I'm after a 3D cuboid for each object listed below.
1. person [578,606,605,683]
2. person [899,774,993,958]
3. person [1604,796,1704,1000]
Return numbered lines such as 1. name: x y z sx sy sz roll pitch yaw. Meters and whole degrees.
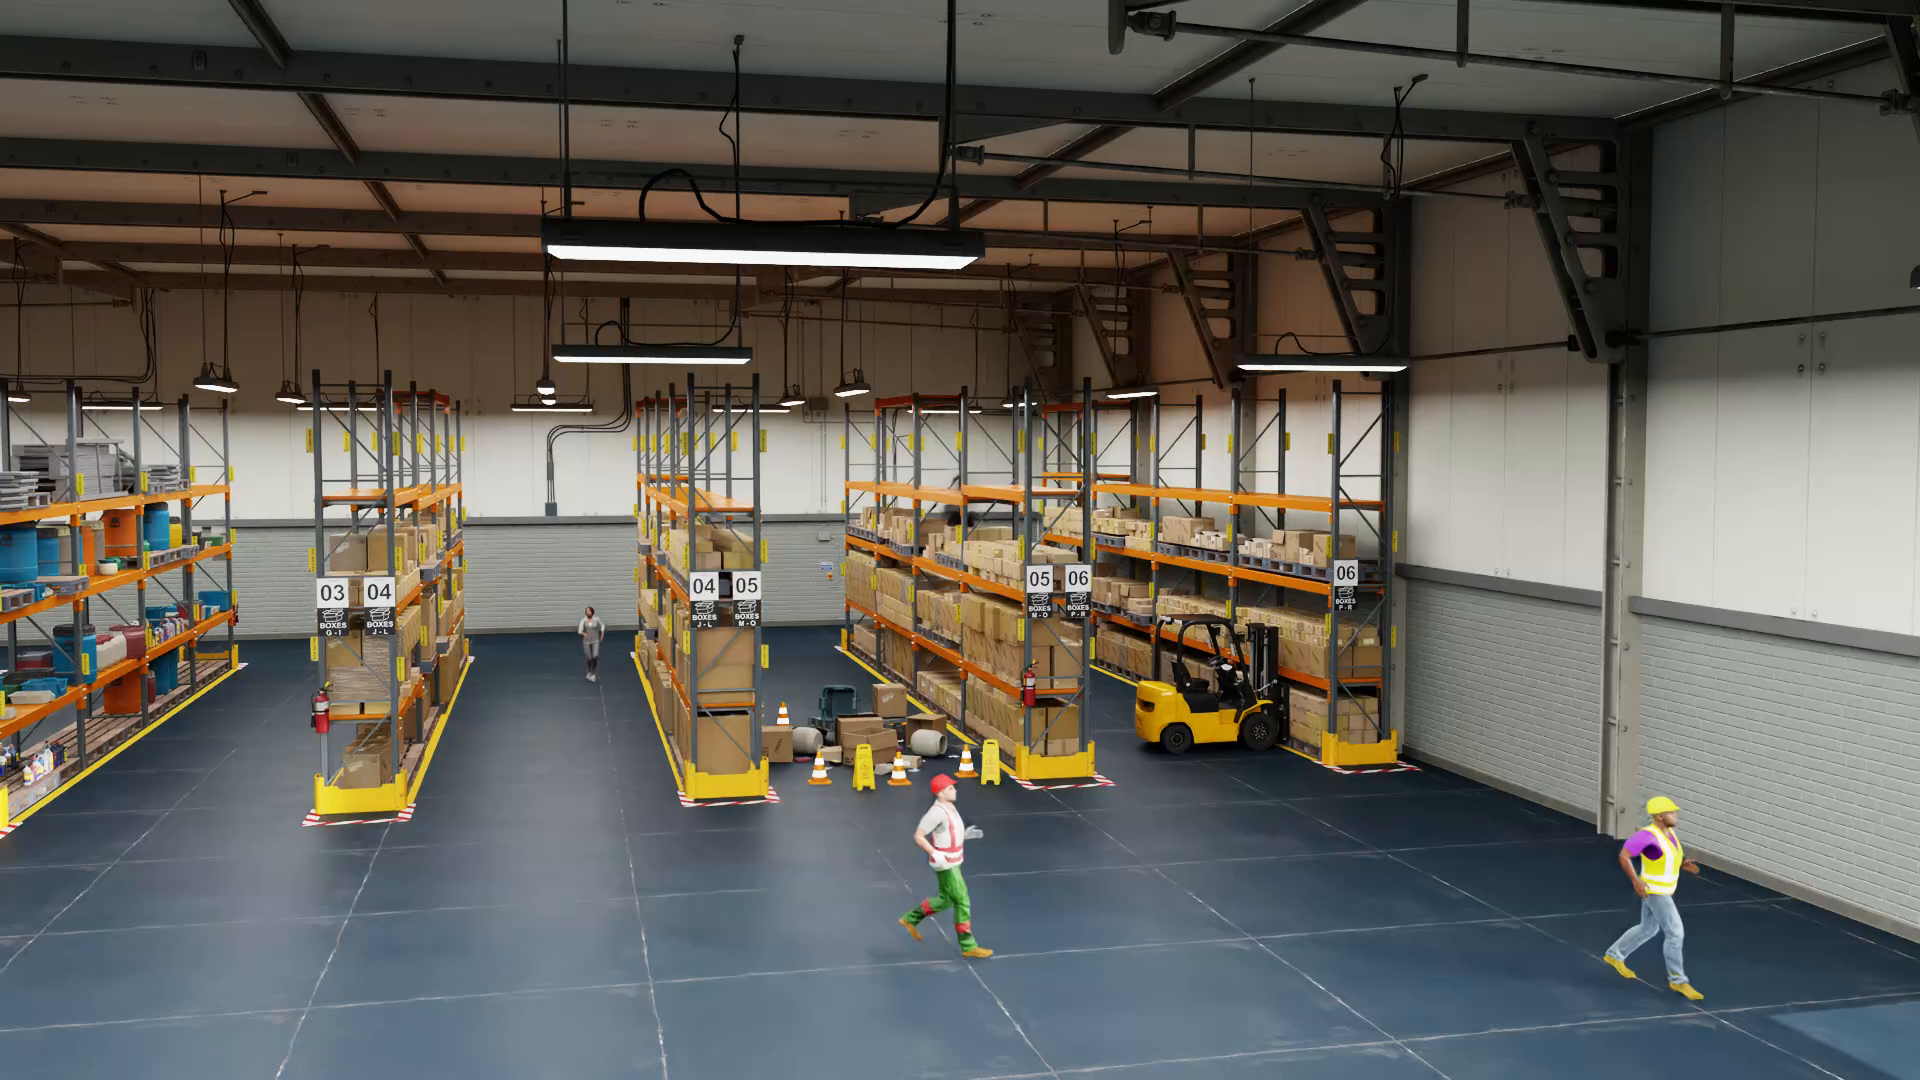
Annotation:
1. person: -7.776 2.203 35.076 0.543 1.573 0.672 -1 3 -9
2. person: -0.136 3.166 16.223 0.942 1.768 0.667 1 3 13
3. person: 6.380 3.230 15.250 0.895 1.789 0.691 2 4 32
